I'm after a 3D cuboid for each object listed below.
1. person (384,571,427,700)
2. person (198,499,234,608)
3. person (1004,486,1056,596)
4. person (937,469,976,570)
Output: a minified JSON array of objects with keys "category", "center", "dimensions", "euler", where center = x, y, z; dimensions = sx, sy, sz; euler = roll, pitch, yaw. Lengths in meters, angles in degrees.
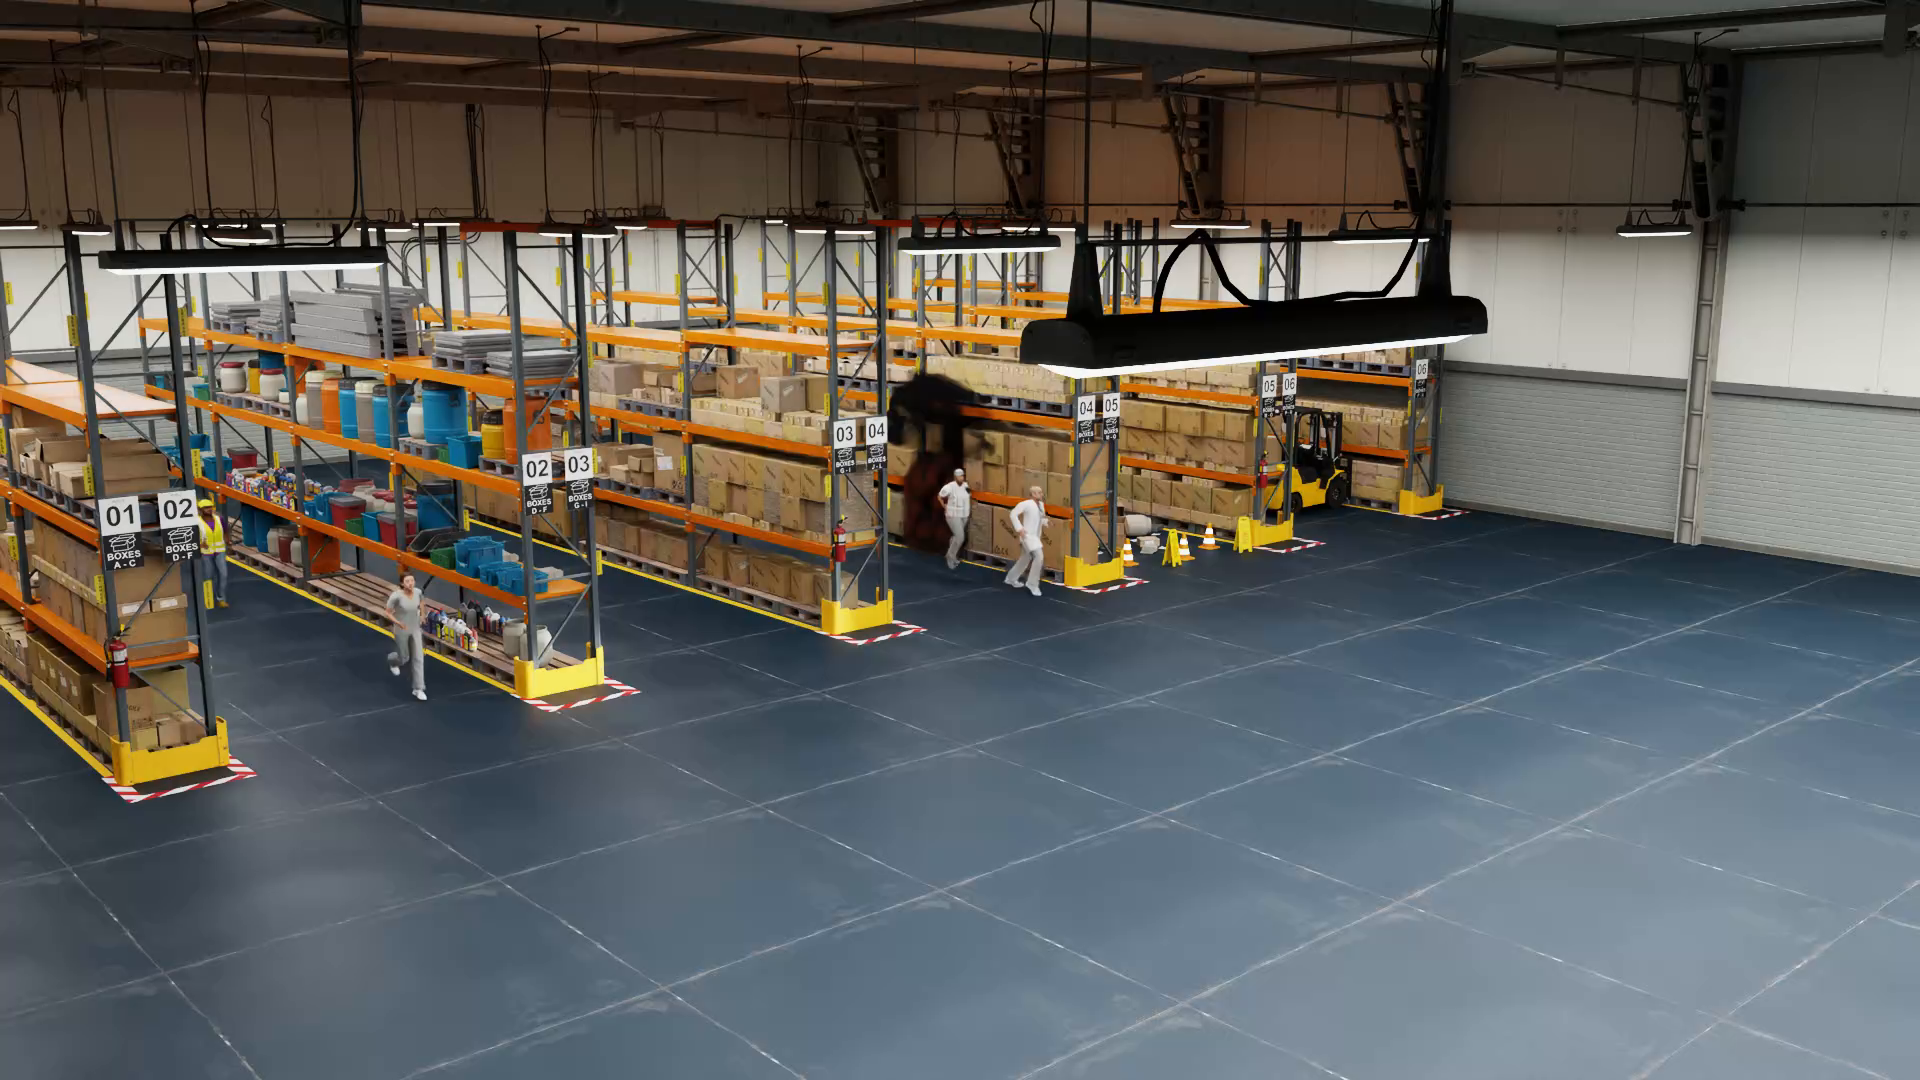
[{"category":"person","center":[-7.207,1.199,21.707],"dimensions":[0.576,1.629,1.089],"euler":[-10,15,-40]},{"category":"person","center":[-11.936,0.204,26.497],"dimensions":[0.791,1.733,0.714],"euler":[11,16,43]},{"category":"person","center":[1.155,0.009,27.526],"dimensions":[0.900,1.833,0.690],"euler":[6,13,29]},{"category":"person","center":[-0.008,-0.356,28.147],"dimensions":[0.581,1.722,0.633],"euler":[-10,15,-40]}]
